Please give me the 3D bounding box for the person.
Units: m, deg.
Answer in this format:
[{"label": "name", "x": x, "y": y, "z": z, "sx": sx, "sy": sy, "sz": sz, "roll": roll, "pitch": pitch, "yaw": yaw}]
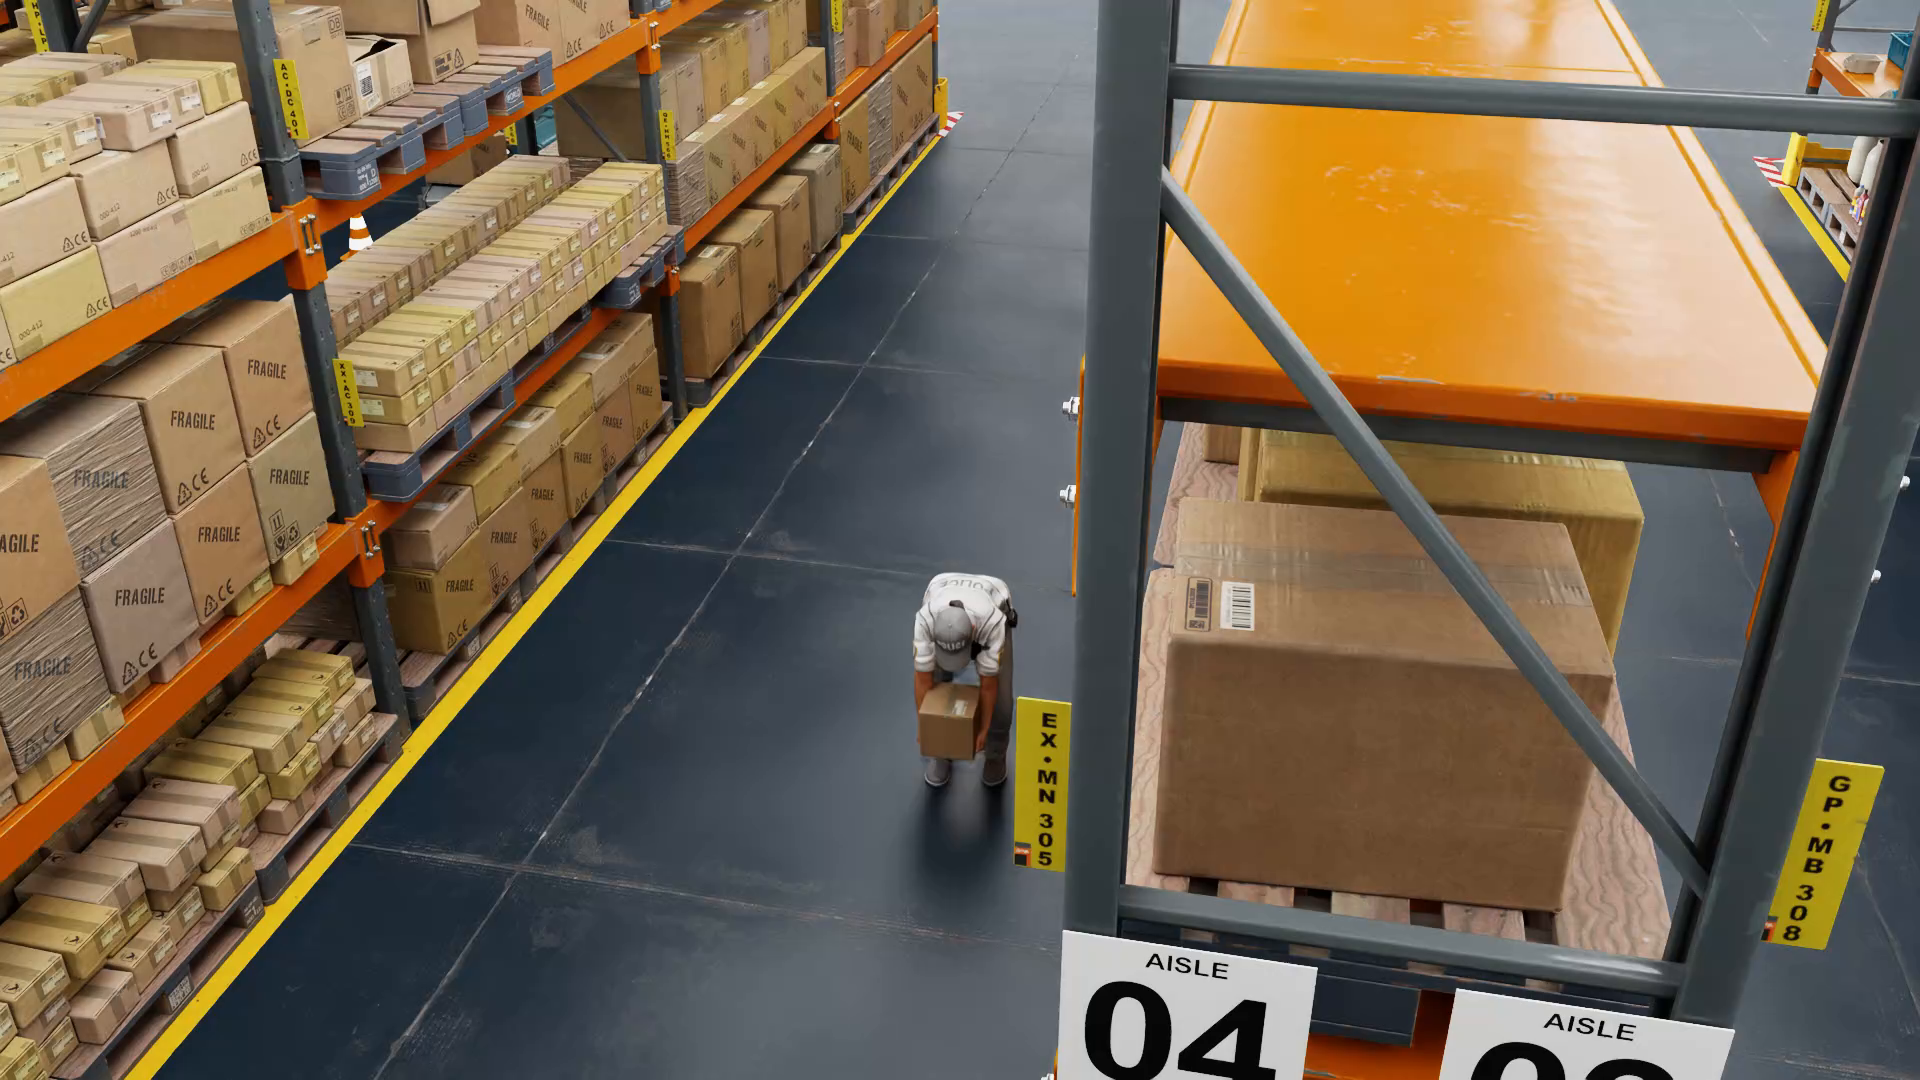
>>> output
[{"label": "person", "x": 0.013, "y": 0.678, "z": 7.842, "sx": 0.472, "sy": 1.228, "sz": 0.902, "roll": 4, "pitch": 29, "yaw": 7}]
